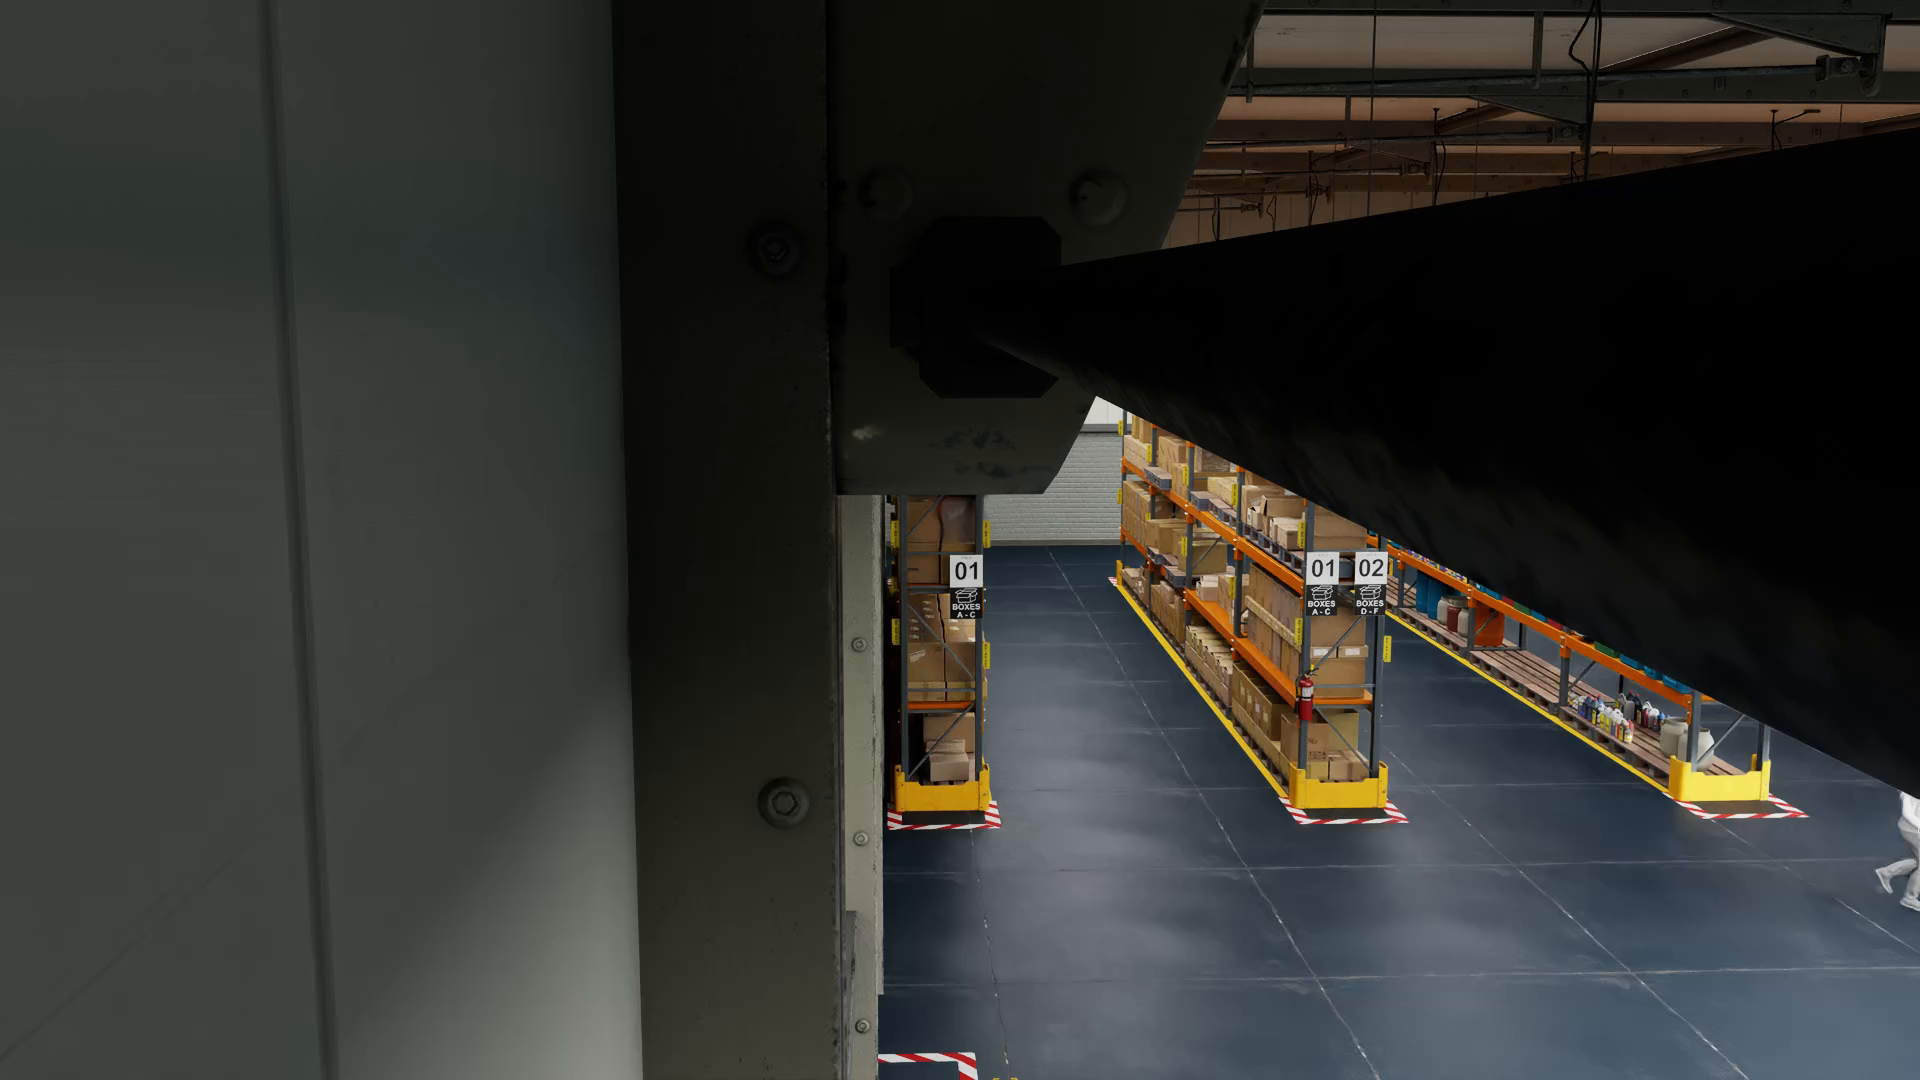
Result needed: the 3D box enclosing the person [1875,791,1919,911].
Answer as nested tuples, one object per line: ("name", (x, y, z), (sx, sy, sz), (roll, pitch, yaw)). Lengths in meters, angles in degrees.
("person", (9.817, 2.999, 17.215), (0.538, 1.673, 0.616), (4, 9, 27))
